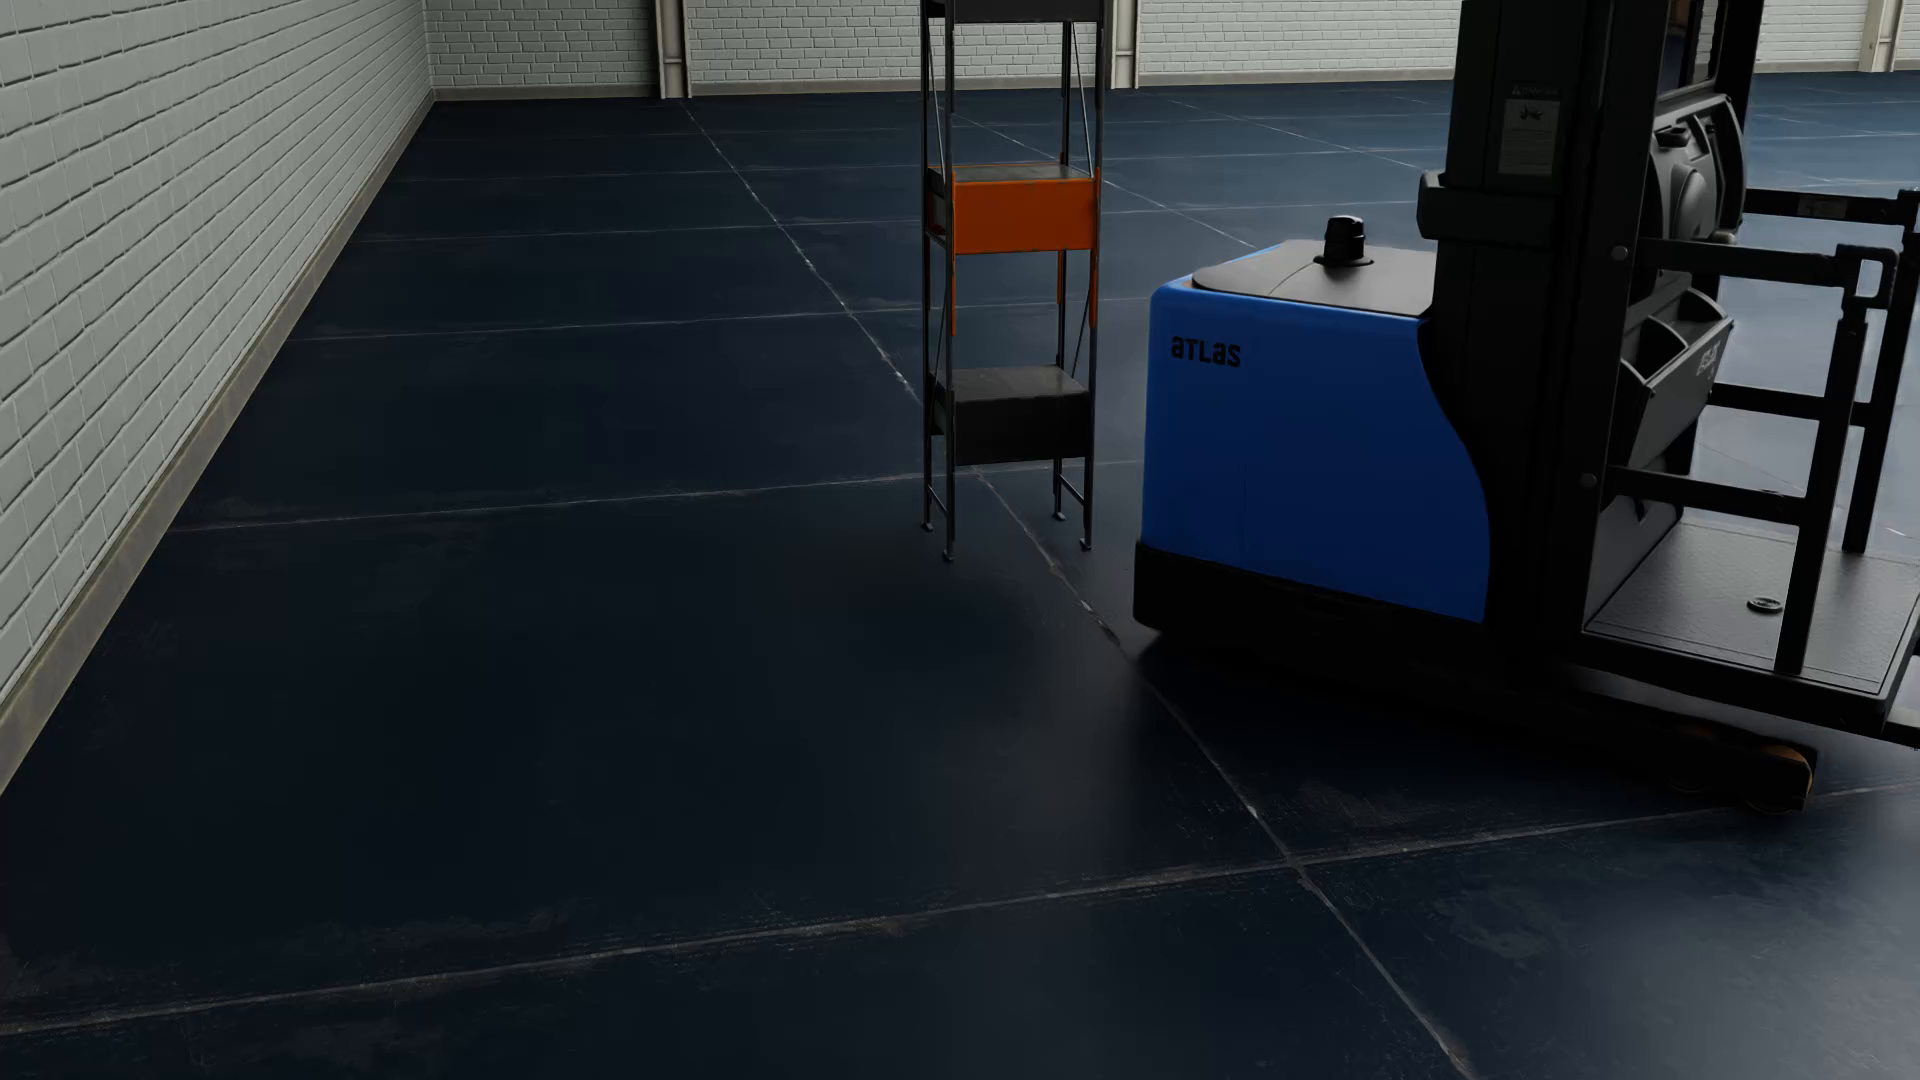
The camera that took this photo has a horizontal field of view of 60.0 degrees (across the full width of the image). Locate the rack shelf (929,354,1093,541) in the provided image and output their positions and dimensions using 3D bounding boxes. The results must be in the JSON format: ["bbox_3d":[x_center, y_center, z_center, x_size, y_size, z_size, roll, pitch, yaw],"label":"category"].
[{"bbox_3d":[0.161,-0.329,5.735,0.480,0.518,0.431,-5,21,-12],"label":"rack shelf"}]

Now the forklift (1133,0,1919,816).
[{"bbox_3d":[2.019,-0.921,4.068,3.031,2.935,1.130,13,24,32],"label":"forklift"}]

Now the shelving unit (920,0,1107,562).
[{"bbox_3d":[0.161,-0.999,5.489,0.503,2.100,0.431,-5,21,-12],"label":"shelving unit"}]

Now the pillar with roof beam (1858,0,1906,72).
[{"bbox_3d":[14.860,-9.891,19.733,0.400,9.000,9.100,-5,21,-12],"label":"pillar with roof beam"}]

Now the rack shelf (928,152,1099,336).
[{"bbox_3d":[0.161,-0.986,5.494,0.480,0.518,0.431,-5,21,-12],"label":"rack shelf"}]

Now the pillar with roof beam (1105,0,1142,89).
[{"bbox_3d":[3.182,-8.941,17.140,0.400,9.000,9.100,-5,21,-12],"label":"pillar with roof beam"}]

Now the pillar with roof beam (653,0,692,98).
[{"bbox_3d":[-2.657,-8.466,15.844,0.400,9.000,9.100,-5,21,-12],"label":"pillar with roof beam"}]

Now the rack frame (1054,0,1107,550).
[{"bbox_3d":[0.399,-1.018,5.542,0.015,2.100,0.400,-5,21,-12],"label":"rack frame"}]

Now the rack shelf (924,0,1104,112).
[{"bbox_3d":[0.161,-1.644,5.253,0.480,0.518,0.431,-5,21,-12],"label":"rack shelf"}]

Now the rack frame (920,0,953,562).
[{"bbox_3d":[-0.076,-0.980,5.436,0.015,2.100,0.400,-5,21,-12],"label":"rack frame"}]
